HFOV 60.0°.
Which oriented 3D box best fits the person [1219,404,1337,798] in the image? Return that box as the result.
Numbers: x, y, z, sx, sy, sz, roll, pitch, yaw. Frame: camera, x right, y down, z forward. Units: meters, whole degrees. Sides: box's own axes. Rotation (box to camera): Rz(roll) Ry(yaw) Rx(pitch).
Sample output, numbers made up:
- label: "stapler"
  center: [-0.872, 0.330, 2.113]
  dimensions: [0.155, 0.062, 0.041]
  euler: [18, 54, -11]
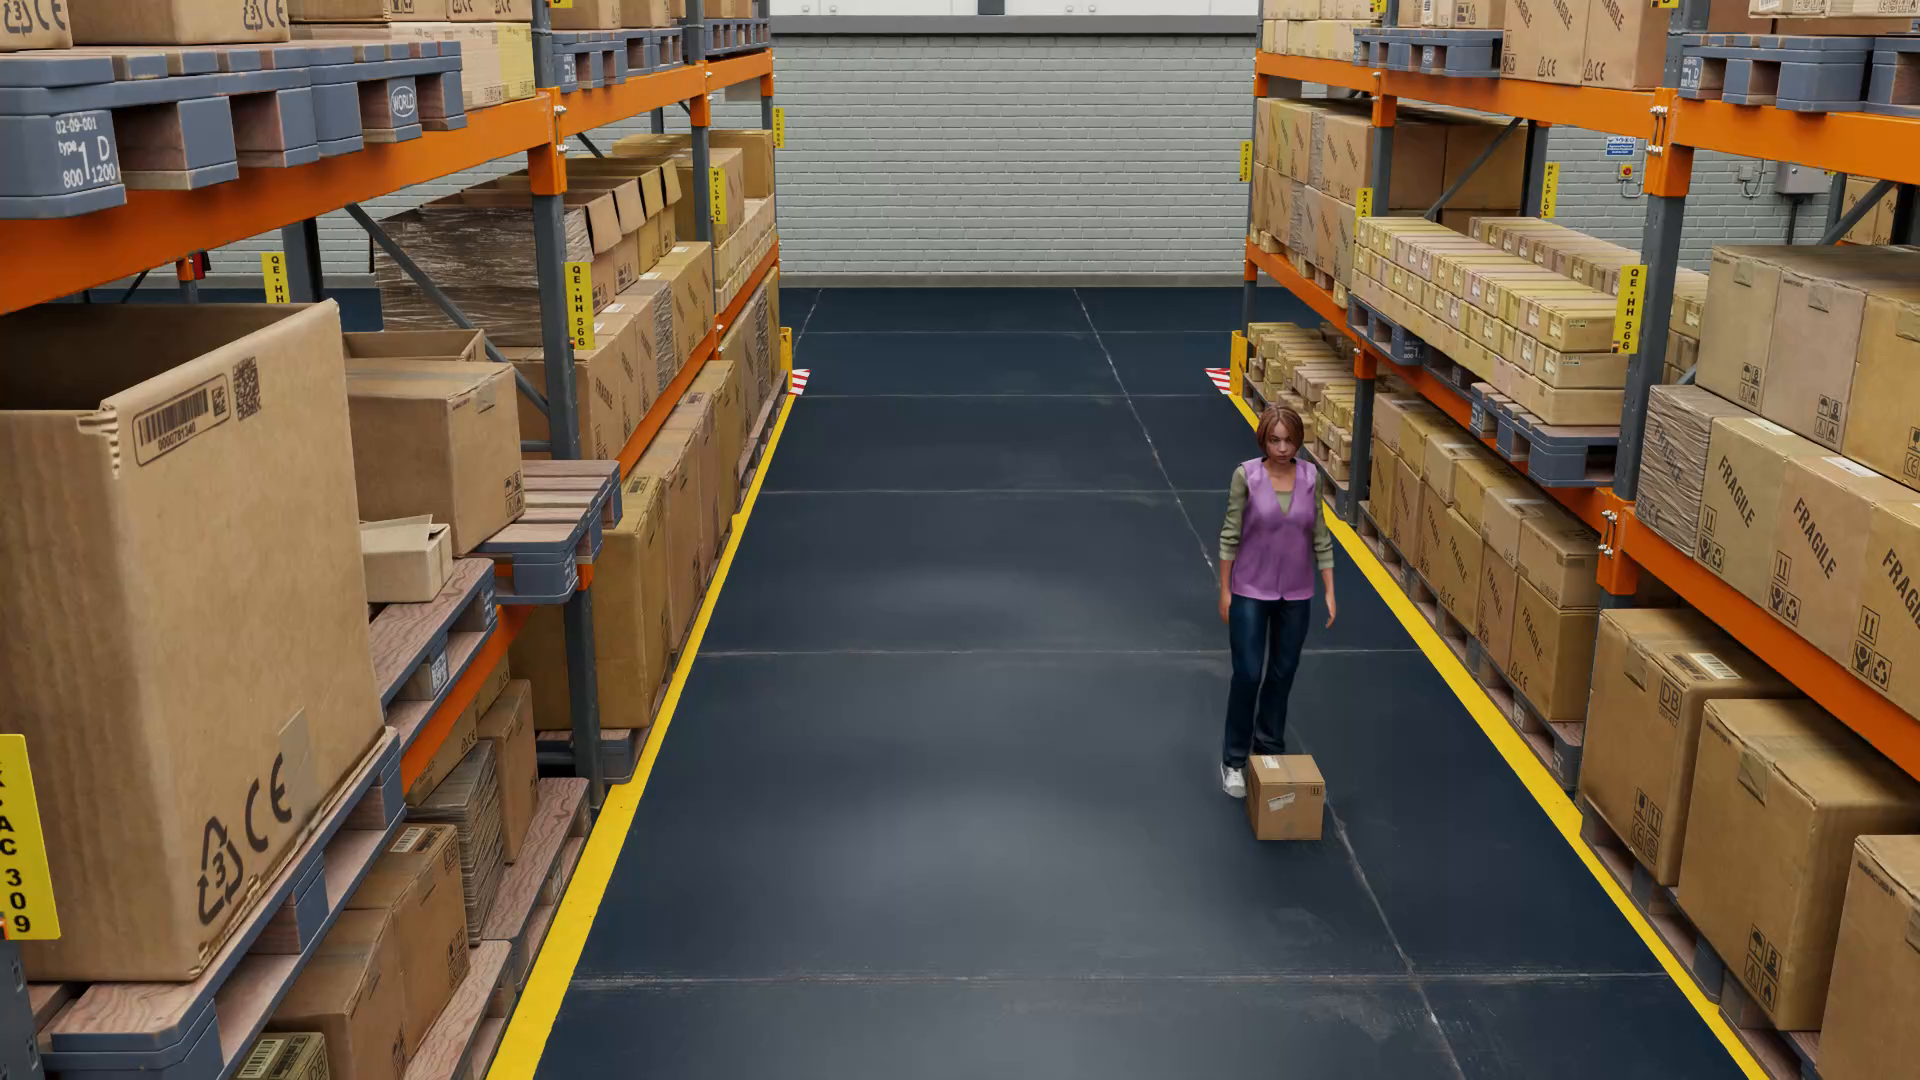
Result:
- label: "person"
  center: [1.297, 0.259, 6.797]
  dimensions: [0.453, 1.648, 0.370]
  euler: [-2, 18, -8]
